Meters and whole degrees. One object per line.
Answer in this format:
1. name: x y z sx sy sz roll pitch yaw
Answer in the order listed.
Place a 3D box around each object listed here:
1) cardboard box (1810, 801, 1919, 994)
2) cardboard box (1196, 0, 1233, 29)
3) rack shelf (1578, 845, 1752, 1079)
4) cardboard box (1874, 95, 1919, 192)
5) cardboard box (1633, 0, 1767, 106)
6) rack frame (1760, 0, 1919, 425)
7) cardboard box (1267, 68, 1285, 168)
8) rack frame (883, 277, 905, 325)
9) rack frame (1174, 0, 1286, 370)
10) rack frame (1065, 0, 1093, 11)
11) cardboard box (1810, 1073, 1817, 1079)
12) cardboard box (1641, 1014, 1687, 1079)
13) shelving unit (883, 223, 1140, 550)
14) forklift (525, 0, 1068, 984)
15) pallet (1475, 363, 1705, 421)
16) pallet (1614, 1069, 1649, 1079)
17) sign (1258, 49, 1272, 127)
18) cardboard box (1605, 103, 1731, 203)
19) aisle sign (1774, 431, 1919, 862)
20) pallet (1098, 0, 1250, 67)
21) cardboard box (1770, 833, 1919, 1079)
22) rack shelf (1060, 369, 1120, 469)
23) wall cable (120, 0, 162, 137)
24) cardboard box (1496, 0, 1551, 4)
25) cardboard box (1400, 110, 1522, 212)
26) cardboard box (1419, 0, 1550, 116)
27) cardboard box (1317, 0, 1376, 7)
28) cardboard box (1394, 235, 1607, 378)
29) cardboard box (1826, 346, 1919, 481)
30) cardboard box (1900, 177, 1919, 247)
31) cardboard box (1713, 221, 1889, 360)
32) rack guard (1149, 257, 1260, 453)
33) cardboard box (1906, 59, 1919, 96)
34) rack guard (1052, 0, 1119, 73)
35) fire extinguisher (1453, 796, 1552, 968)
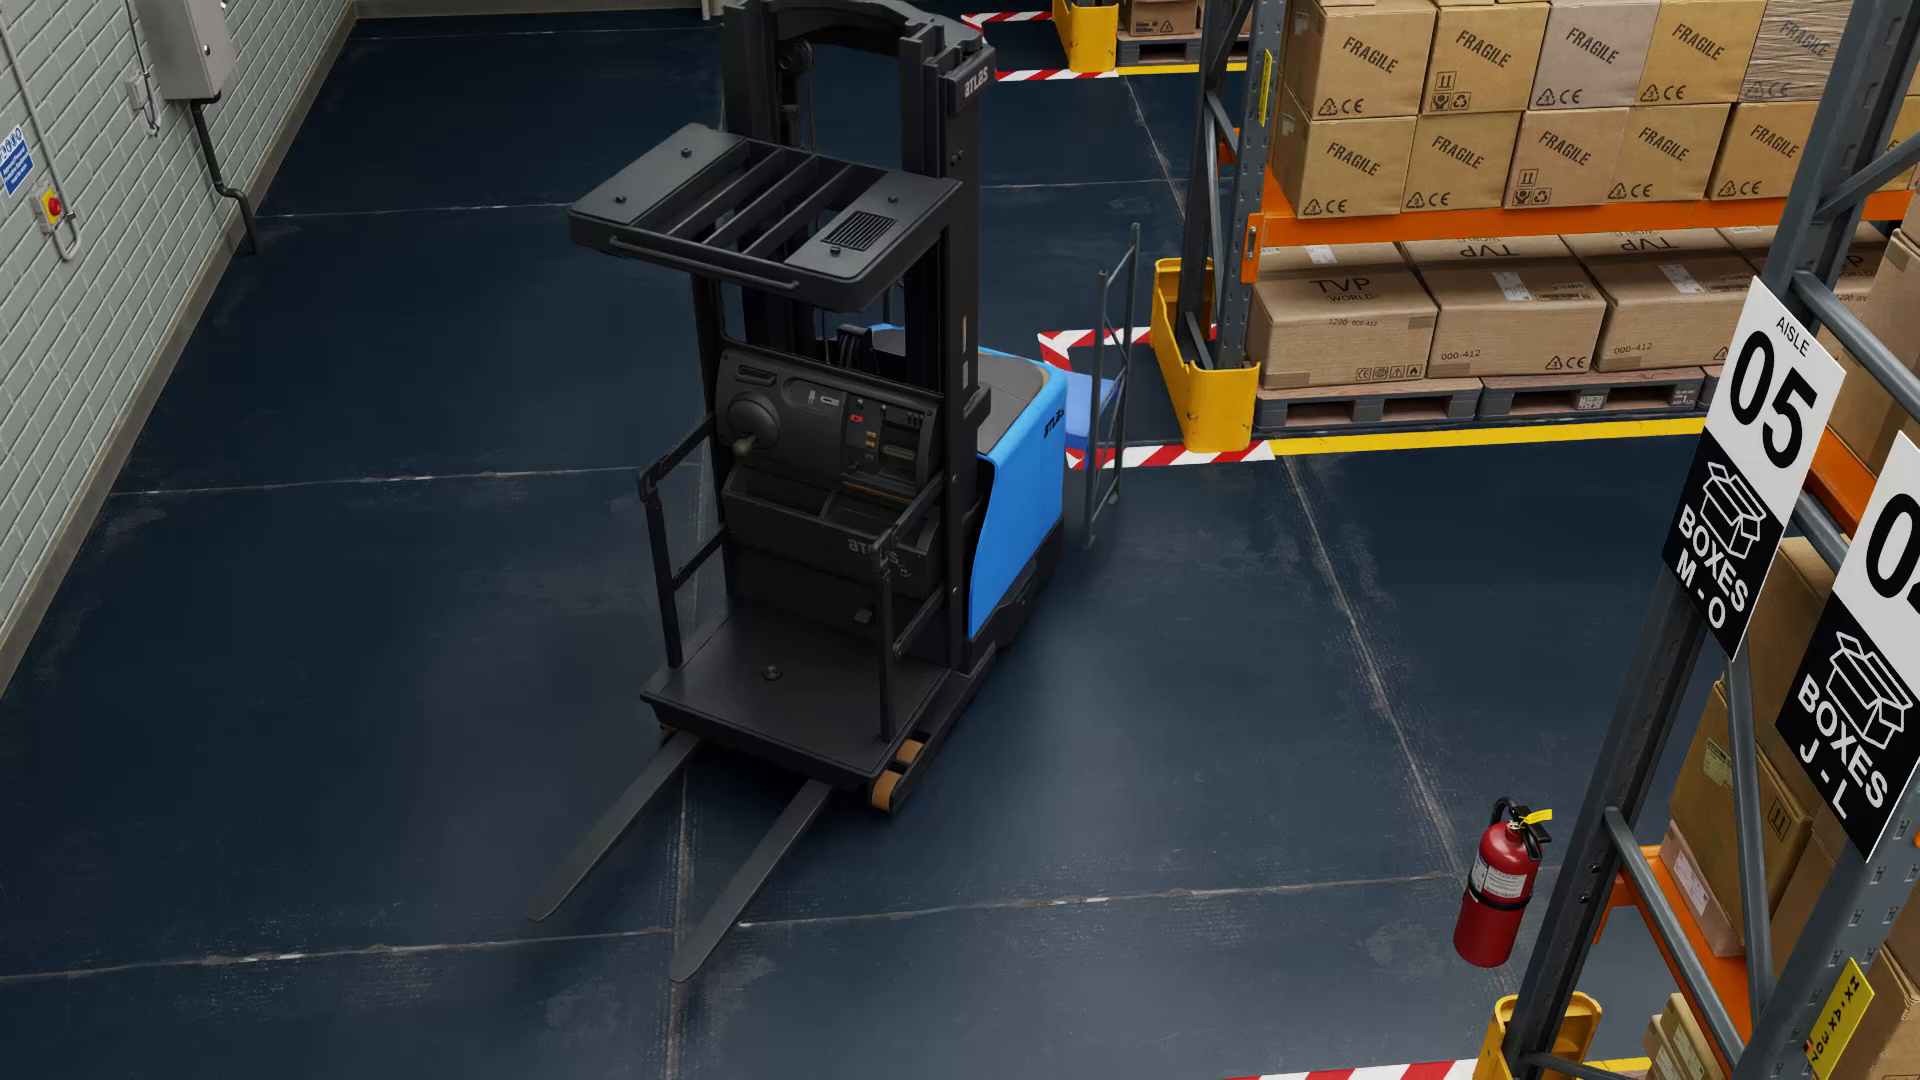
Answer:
1. cardboard box: 2.333 0.643 3.707 0.500 0.500 0.500 -3 38 -4
2. cardboard box: 1.924 -4.078 12.782 0.250 0.149 0.380 -5 39 -6
3. rack shelf: 3.854 1.225 4.678 4.000 0.370 1.077 -3 38 -4
4. cardboard box: 4.356 -2.040 8.155 0.500 0.500 0.500 -4 38 -5
5. cardboard box: 3.349 -2.372 7.769 0.500 0.500 0.500 -3 38 -4
6. rack frame: 1.862 -1.302 2.458 0.127 3.000 1.000 -3 38 -4
7. cardboard box: 1.780 -2.225 8.389 0.500 0.500 0.500 -3 38 -4
8. rack frame: -0.241 -0.927 8.036 0.032 1.500 0.500 14 40 17
9. rack frame: 1.323 -1.996 8.180 0.127 3.000 1.000 -3 38 -4
10. rack frame: 0.879 -5.058 12.061 0.127 3.000 1.000 -3 38 -4
11. cardboard box: 2.214 1.336 4.160 0.250 0.149 0.380 -3 38 -4
12. cardboard box: 2.362 1.685 5.237 0.250 0.149 0.380 -4 38 -5
13. shelving unit: 0.229 -0.807 7.884 1.048 1.500 0.538 14 40 17
14. forklift: -0.609 -0.372 6.177 1.130 2.935 3.031 17 41 20
15. pallet: 3.325 -1.058 9.243 1.213 0.211 1.003 -3 38 -4
16. pallet: 2.750 2.121 5.214 1.213 0.211 1.003 -3 38 -4
17. sign: 1.366 -2.024 7.453 0.005 0.325 0.100 -3 38 -4
18. cardboard box: 3.333 -1.984 8.084 0.500 0.500 0.500 -2 38 -2
19. aisle sign: 1.816 0.221 3.271 0.004 0.787 0.394 -3 38 -4
20. pallet: 1.749 -4.012 12.986 1.213 0.211 1.003 -3 38 -4
21. cardboard box: 2.333 1.043 4.008 0.500 0.500 0.500 -1 38 -2
22. rack shelf: 0.229 -0.666 7.995 1.000 0.185 0.538 14 40 17
23. wall cable: -4.429 -2.945 8.563 0.122 1.984 0.588 -3 38 -4
24. cardboard box: 2.485 -2.558 7.481 0.250 0.149 0.380 -4 38 -5
25. cardboard box: 2.328 -1.929 8.015 0.500 0.500 0.500 -4 38 -5
26. cardboard box: 2.340 -2.311 7.691 0.500 0.500 0.500 -4 38 -5
27. cardboard box: 1.701 -2.531 7.446 0.250 0.149 0.380 -2 38 -3
28. cardboard box: 2.882 -1.308 9.038 0.875 0.438 0.875 -2 38 -3
29. cardboard box: 2.291 -0.254 3.672 0.500 0.250 0.500 -4 38 -5
30. cardboard box: 2.167 -0.618 3.408 0.250 0.149 0.380 -3 38 -4
31. cardboard box: 4.672 -1.406 9.162 0.875 0.438 0.875 -4 38 -5
32. rack guard: 1.299 -1.013 8.953 0.348 0.500 1.175 -3 38 -4
33. cardboard box: 4.355 -2.428 7.840 0.500 0.500 0.500 -4 38 -5
34. rack guard: 0.955 -4.081 12.841 0.348 0.500 1.175 -3 38 -4
35. fire extinguisher: 1.570 0.959 4.799 0.183 0.674 0.296 -3 38 -4
